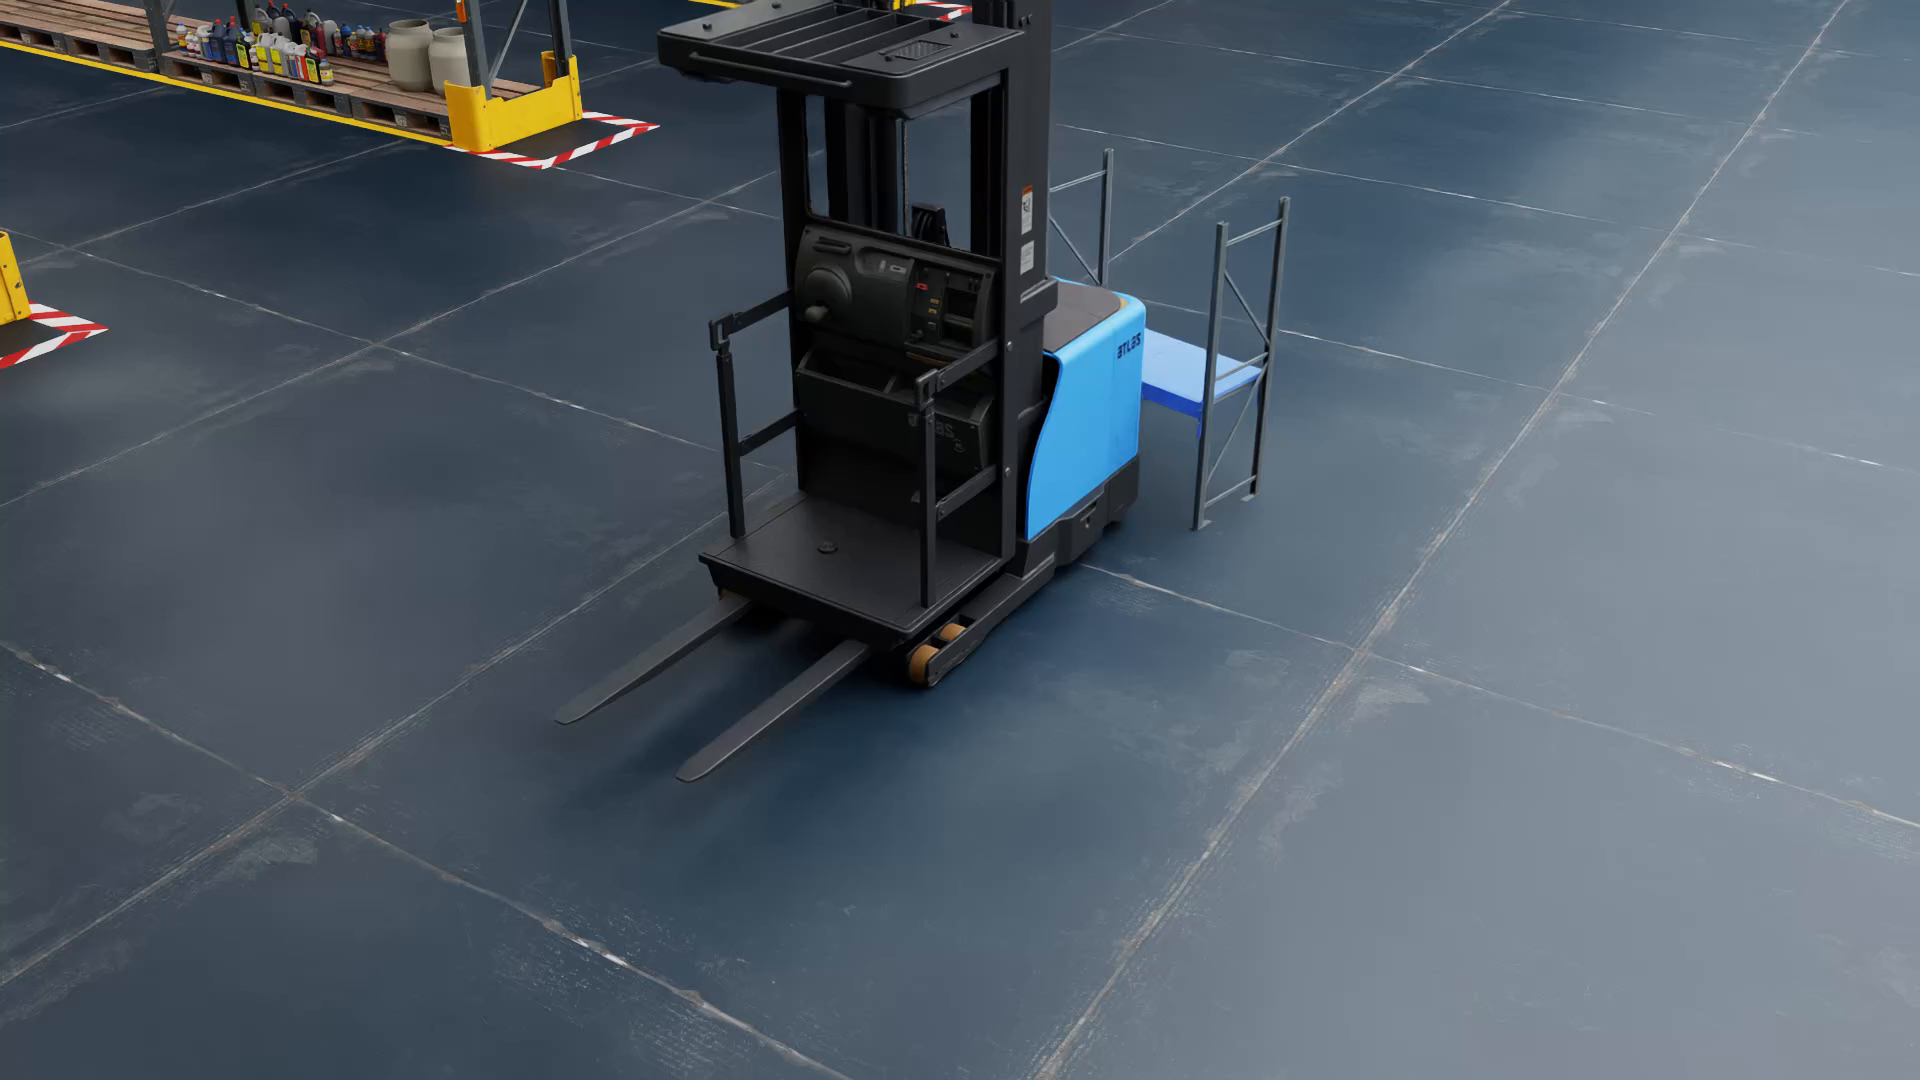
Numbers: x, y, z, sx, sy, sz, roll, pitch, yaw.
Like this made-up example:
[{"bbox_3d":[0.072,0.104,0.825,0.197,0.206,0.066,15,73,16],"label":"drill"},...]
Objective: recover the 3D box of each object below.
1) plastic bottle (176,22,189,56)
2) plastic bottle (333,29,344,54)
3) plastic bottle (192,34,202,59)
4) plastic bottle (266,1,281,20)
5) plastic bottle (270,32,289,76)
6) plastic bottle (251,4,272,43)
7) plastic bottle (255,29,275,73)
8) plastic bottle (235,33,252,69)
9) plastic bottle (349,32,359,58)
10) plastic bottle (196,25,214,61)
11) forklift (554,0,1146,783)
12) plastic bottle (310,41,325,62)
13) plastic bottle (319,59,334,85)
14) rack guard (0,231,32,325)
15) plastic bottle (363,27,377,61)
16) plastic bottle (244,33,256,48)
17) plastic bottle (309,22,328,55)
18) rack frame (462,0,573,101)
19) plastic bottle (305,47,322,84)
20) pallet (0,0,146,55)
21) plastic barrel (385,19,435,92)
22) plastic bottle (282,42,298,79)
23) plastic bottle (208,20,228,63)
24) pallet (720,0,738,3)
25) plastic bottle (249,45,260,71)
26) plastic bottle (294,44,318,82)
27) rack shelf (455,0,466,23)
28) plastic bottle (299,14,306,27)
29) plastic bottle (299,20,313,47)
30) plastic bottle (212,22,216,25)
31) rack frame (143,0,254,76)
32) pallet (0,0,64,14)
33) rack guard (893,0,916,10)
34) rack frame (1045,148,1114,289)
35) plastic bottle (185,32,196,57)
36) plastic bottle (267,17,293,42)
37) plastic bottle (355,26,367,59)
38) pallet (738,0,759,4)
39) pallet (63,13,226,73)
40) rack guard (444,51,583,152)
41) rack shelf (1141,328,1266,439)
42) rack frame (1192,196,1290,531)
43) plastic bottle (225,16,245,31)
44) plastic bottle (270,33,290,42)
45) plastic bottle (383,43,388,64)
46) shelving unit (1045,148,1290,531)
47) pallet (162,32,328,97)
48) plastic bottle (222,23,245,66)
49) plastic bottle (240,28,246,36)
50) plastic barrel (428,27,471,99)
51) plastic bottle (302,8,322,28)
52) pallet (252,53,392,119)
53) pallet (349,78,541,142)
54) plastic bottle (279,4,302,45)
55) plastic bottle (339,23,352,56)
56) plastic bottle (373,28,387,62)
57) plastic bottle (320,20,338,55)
[{"bbox_3d":[-6.806,-4.397,14.582,0.097,0.271,0.097,0,30,0],"label":"plastic bottle"},{"bbox_3d":[-5.458,-4.387,14.633,0.097,0.201,0.097,0,30,0],"label":"plastic bottle"},{"bbox_3d":[-6.634,-4.313,14.506,0.097,0.201,0.097,0,30,0],"label":"plastic bottle"},{"bbox_3d":[-6.144,-4.655,14.944,0.185,0.351,0.144,17,34,26],"label":"plastic bottle"},{"bbox_3d":[-5.702,-4.096,13.987,0.185,0.351,0.144,19,35,29],"label":"plastic bottle"},{"bbox_3d":[-6.221,-4.593,14.838,0.185,0.351,0.144,18,35,27],"label":"plastic bottle"},{"bbox_3d":[-5.860,-4.146,14.073,0.185,0.351,0.144,17,34,27],"label":"plastic bottle"},{"bbox_3d":[-6.102,-4.169,14.179,0.133,0.283,0.061,19,35,29],"label":"plastic bottle"},{"bbox_3d":[-5.284,-4.332,14.539,0.097,0.201,0.097,0,30,0],"label":"plastic bottle"},{"bbox_3d":[-6.518,-4.324,14.452,0.135,0.276,0.152,19,35,29],"label":"plastic bottle"},{"bbox_3d":[-0.387,-0.947,6.464,1.130,2.935,3.031,19,35,29],"label":"forklift"},{"bbox_3d":[-5.386,-4.033,13.946,0.133,0.283,0.061,18,35,27],"label":"plastic bottle"},{"bbox_3d":[-5.244,-3.873,13.752,0.097,0.201,0.097,0,30,0],"label":"plastic bottle"},{"bbox_3d":[-6.071,-1.387,9.632,0.348,0.500,1.175,18,35,27],"label":"rack guard"},{"bbox_3d":[-5.115,-4.309,14.430,0.097,0.271,0.097,0,30,0],"label":"plastic bottle"},{"bbox_3d":[-6.075,-4.202,14.248,0.097,0.271,0.097,0,30,0],"label":"plastic bottle"},{"bbox_3d":[-5.629,-4.397,14.569,0.133,0.283,0.061,18,35,27],"label":"plastic bottle"},{"bbox_3d":[-3.455,-4.587,12.635,0.127,3.000,1.000,18,35,27],"label":"rack frame"},{"bbox_3d":[-5.352,-3.932,13.772,0.133,0.283,0.061,18,35,29],"label":"plastic bottle"},{"bbox_3d":[-8.566,-4.974,16.067,1.213,0.211,1.003,18,35,27],"label":"pallet"},{"bbox_3d":[-4.478,-3.971,13.633,0.421,0.512,0.421,0,30,0],"label":"plastic barrel"},{"bbox_3d":[-5.560,-4.022,13.933,0.135,0.276,0.152,17,34,26],"label":"plastic bottle"},{"bbox_3d":[-6.380,-4.311,14.355,0.185,0.351,0.144,19,35,29],"label":"plastic bottle"},{"bbox_3d":[-2.585,-6.076,17.956,1.213,0.211,1.003,18,35,27],"label":"pallet"},{"bbox_3d":[-5.993,-4.110,14.158,0.097,0.201,0.097,0,30,0],"label":"plastic bottle"},{"bbox_3d":[-5.442,-3.984,13.869,0.135,0.276,0.152,18,35,28],"label":"plastic bottle"},{"bbox_3d":[-5.149,-4.812,13.735,4.000,0.370,1.077,18,35,27],"label":"rack shelf"},{"bbox_3d":[-5.822,-4.548,14.828,0.133,0.283,0.061,20,36,31],"label":"plastic bottle"},{"bbox_3d":[-5.741,-4.437,14.638,0.133,0.283,0.061,18,35,27],"label":"plastic bottle"},{"bbox_3d":[-6.462,-4.373,14.529,0.133,0.283,0.061,18,35,27],"label":"plastic bottle"},{"bbox_3d":[-6.843,-5.658,14.472,0.127,3.000,1.000,18,35,27],"label":"rack frame"},{"bbox_3d":[-9.595,-5.301,16.628,1.213,0.211,1.003,18,35,27],"label":"pallet"},{"bbox_3d":[-0.886,-5.641,16.924,0.348,0.500,1.175,18,35,27],"label":"rack guard"},{"bbox_3d":[0.553,-1.144,8.222,0.032,1.500,0.500,26,39,37],"label":"rack frame"},{"bbox_3d":[-6.720,-4.340,14.553,0.097,0.201,0.097,0,30,0],"label":"plastic bottle"},{"bbox_3d":[-6.039,-4.501,14.755,0.135,0.276,0.152,18,35,27],"label":"plastic bottle"},{"bbox_3d":[-5.200,-4.336,14.476,0.097,0.271,0.097,0,30,0],"label":"plastic bottle"},{"bbox_3d":[-1.555,-5.749,17.395,1.213,0.211,1.003,18,35,27],"label":"pallet"},{"bbox_3d":[-7.529,-4.648,15.507,1.213,0.211,1.003,18,35,27],"label":"pallet"},{"bbox_3d":[-3.544,-3.507,13.266,0.348,0.500,1.175,18,35,27],"label":"rack guard"},{"bbox_3d":[0.916,-0.809,8.006,1.000,0.185,0.538,26,39,37],"label":"rack shelf"},{"bbox_3d":[1.280,-0.785,7.608,0.032,1.500,0.500,26,39,37],"label":"rack frame"},{"bbox_3d":[-6.303,-4.372,14.460,0.185,0.351,0.144,18,35,27],"label":"plastic bottle"},{"bbox_3d":[-5.802,-4.184,14.211,0.135,0.276,0.152,18,35,27],"label":"plastic bottle"},{"bbox_3d":[-4.913,-4.214,14.338,0.097,0.201,0.097,0,30,0],"label":"plastic bottle"},{"bbox_3d":[0.916,-0.965,7.915,1.048,1.500,0.538,26,39,37],"label":"shelving unit"},{"bbox_3d":[-6.296,-4.256,14.836,1.213,0.211,1.003,18,35,27],"label":"pallet"},{"bbox_3d":[-6.220,-4.260,14.268,0.185,0.351,0.144,16,34,25],"label":"plastic bottle"},{"bbox_3d":[-6.193,-4.289,14.396,0.097,0.271,0.097,0,30,0],"label":"plastic bottle"},{"bbox_3d":[-4.053,-3.837,13.403,0.421,0.512,0.421,0,30,0],"label":"plastic barrel"},{"bbox_3d":[-5.708,-4.517,14.708,0.185,0.351,0.144,17,34,27],"label":"plastic bottle"},{"bbox_3d":[-5.259,-3.930,14.276,1.213,0.211,1.003,18,35,27],"label":"pallet"},{"bbox_3d":[-4.230,-3.602,13.716,1.213,0.211,1.003,18,35,27],"label":"pallet"},{"bbox_3d":[-5.982,-4.603,14.856,0.185,0.351,0.144,16,34,25],"label":"plastic bottle"},{"bbox_3d":[-5.372,-4.390,14.569,0.097,0.271,0.097,0,30,0],"label":"plastic bottle"},{"bbox_3d":[-5.007,-4.291,14.387,0.133,0.283,0.061,18,35,28],"label":"plastic bottle"},{"bbox_3d":[-5.573,-4.439,14.649,0.135,0.276,0.152,18,35,28],"label":"plastic bottle"}]
